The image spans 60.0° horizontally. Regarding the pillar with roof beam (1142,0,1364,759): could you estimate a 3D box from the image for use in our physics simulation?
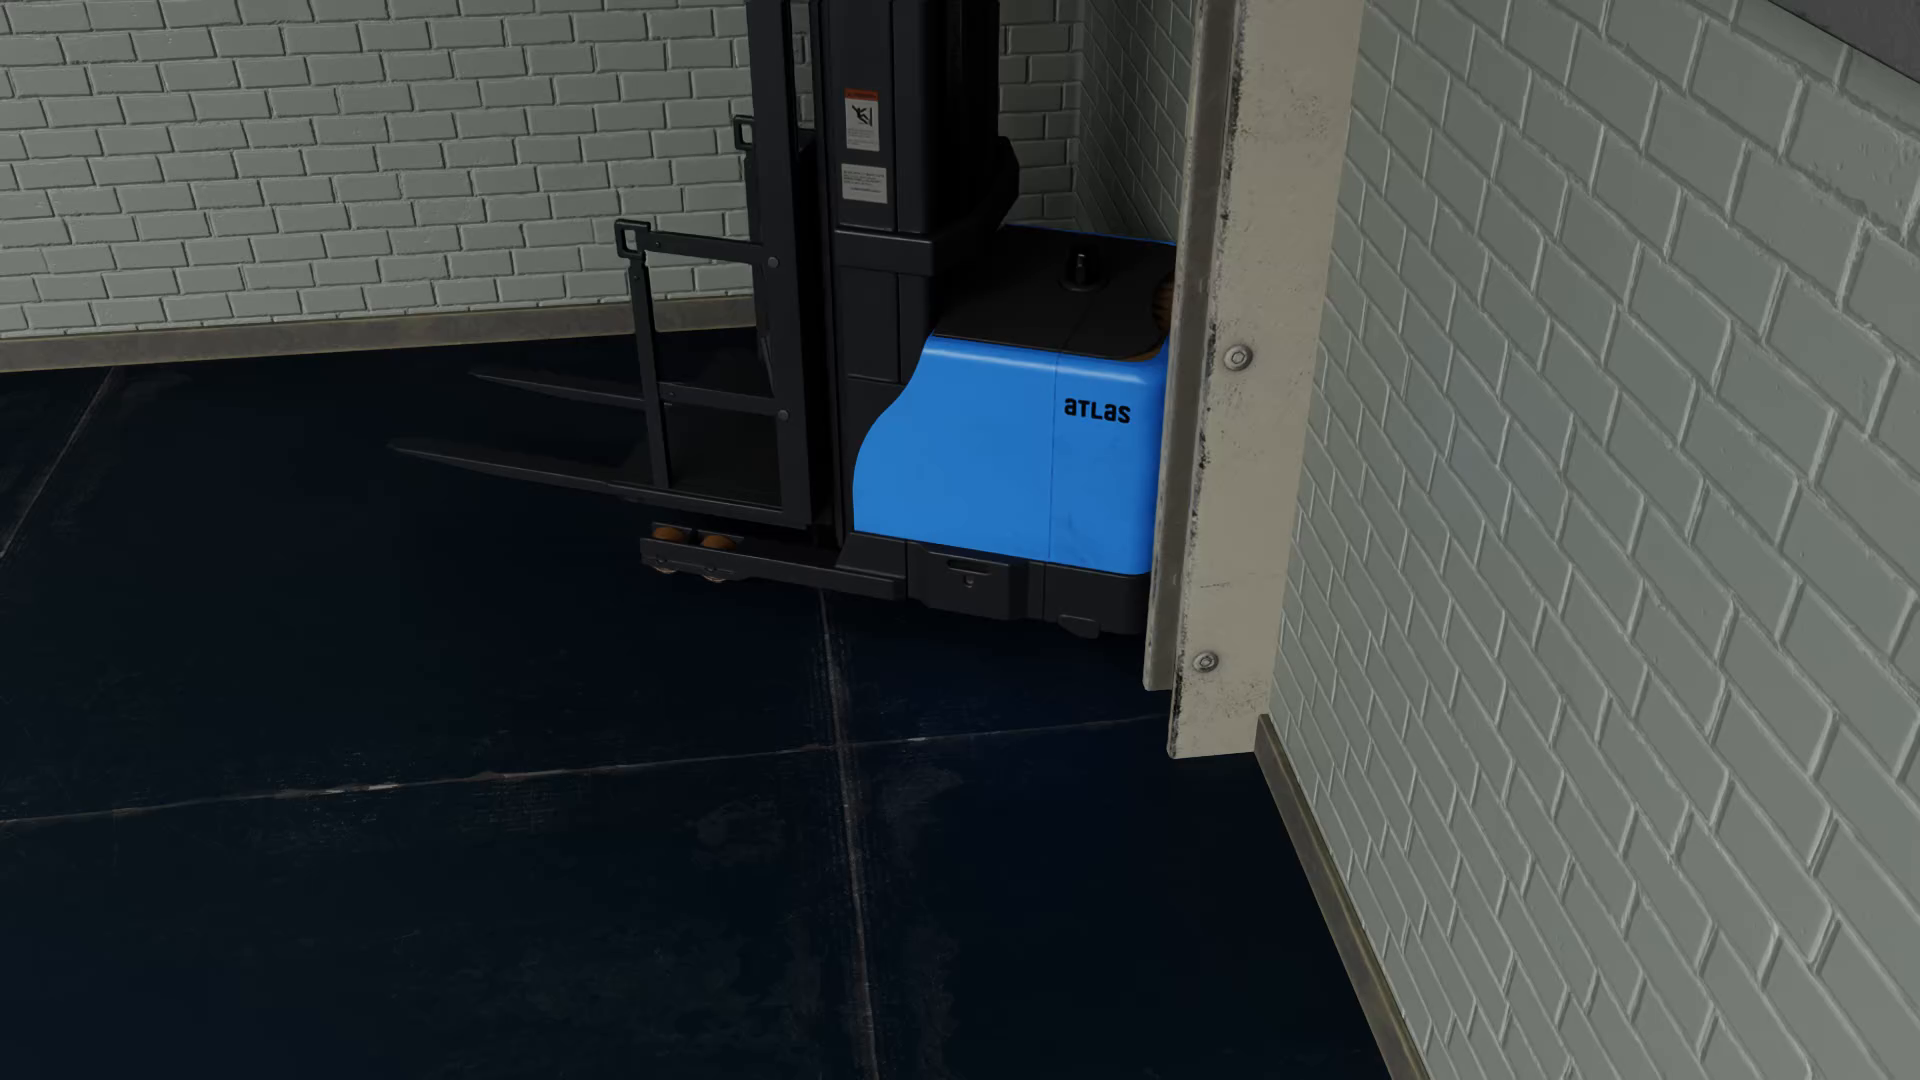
[{"bbox_3d":[-3.477,-2.826,2.405,9.100,9.000,0.400,-4,35,-6],"label":"pillar with roof beam"}]

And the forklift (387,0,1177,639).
[{"bbox_3d":[-0.659,-1.335,5.607,3.031,2.935,1.130,9,35,13],"label":"forklift"}]
